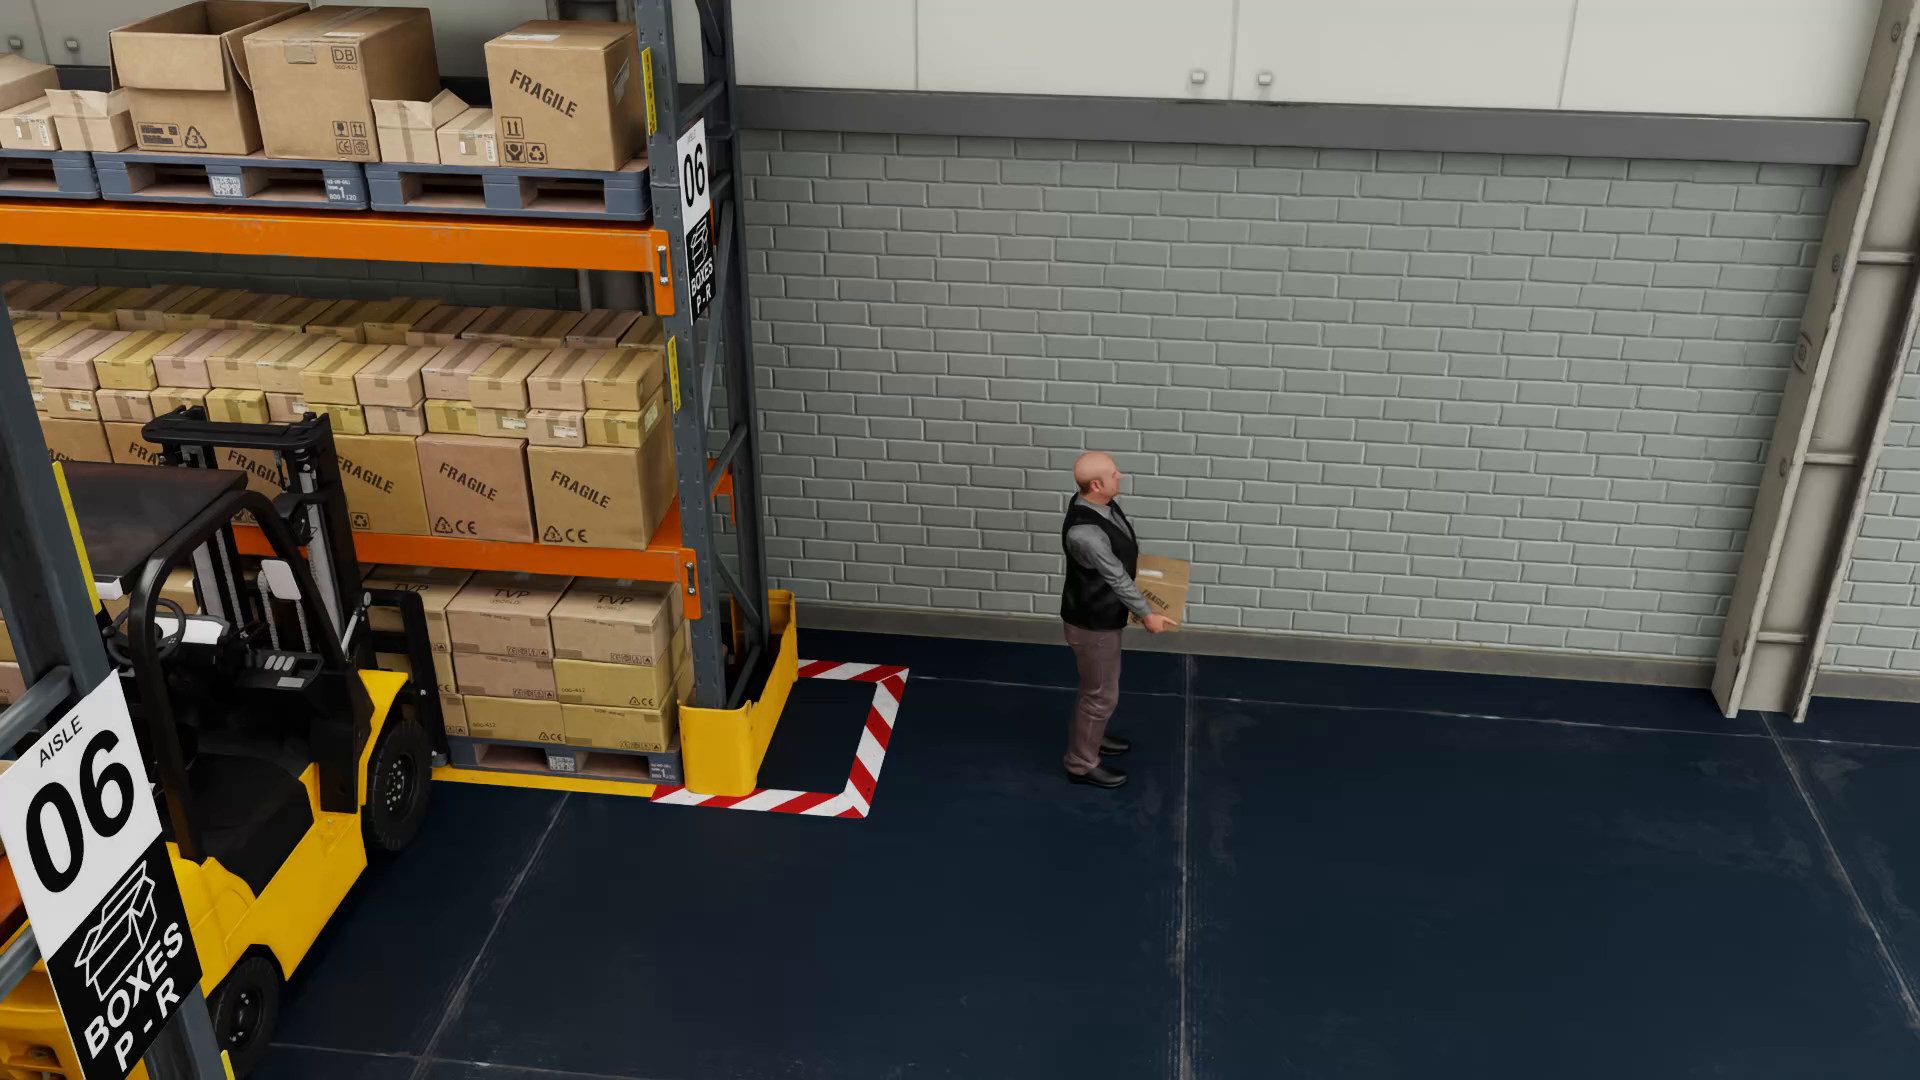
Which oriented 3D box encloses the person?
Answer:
[{"bbox_3d":[0.759,0.370,7.970,0.554,1.711,0.494,4,28,7],"label":"person"}]
